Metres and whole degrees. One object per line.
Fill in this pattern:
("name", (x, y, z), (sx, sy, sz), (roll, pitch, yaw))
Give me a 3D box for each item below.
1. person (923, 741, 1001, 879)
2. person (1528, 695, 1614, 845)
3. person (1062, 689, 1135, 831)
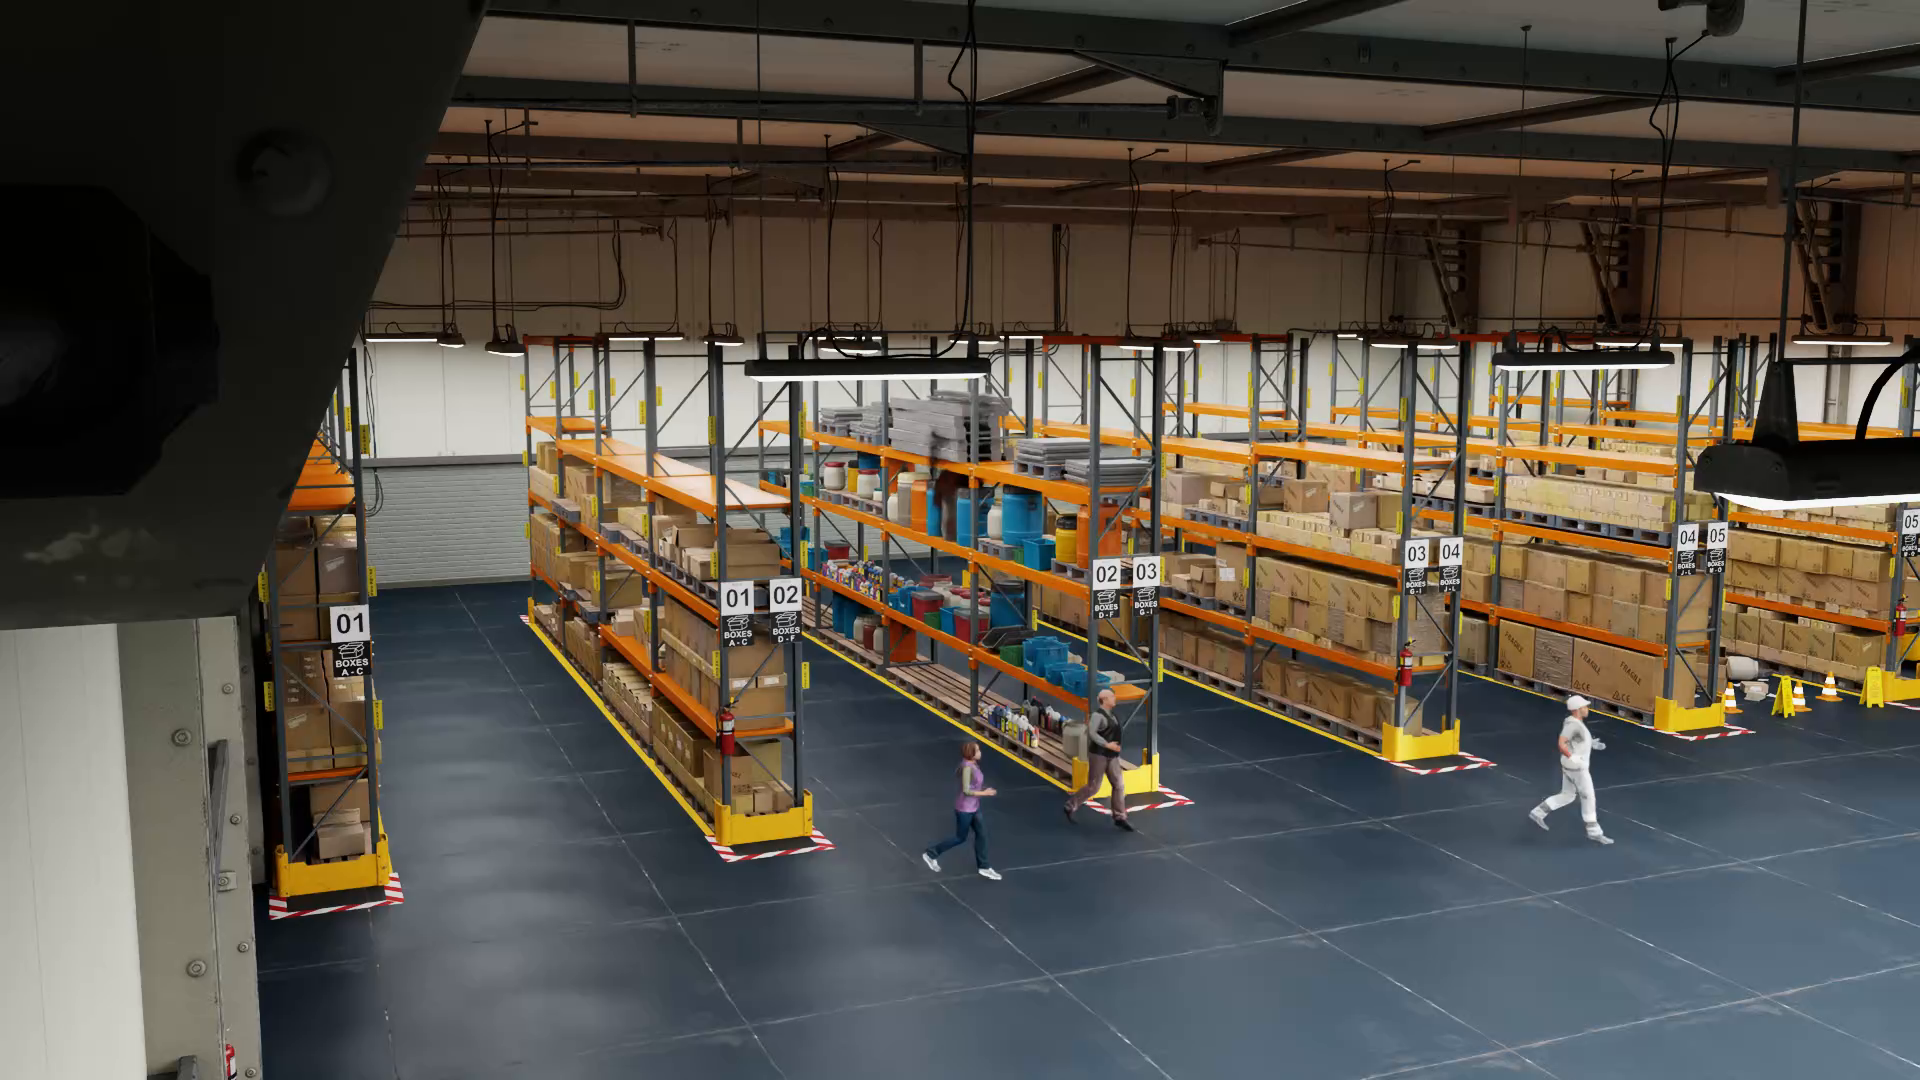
("person", (0.032, 3.052, 18.820), (0.881, 1.604, 0.550), (1, 8, 9))
("person", (7.449, 2.765, 20.135), (0.955, 1.796, 0.654), (1, 8, 10))
("person", (1.830, 2.723, 20.801), (0.944, 1.706, 0.727), (5, 9, 31))
